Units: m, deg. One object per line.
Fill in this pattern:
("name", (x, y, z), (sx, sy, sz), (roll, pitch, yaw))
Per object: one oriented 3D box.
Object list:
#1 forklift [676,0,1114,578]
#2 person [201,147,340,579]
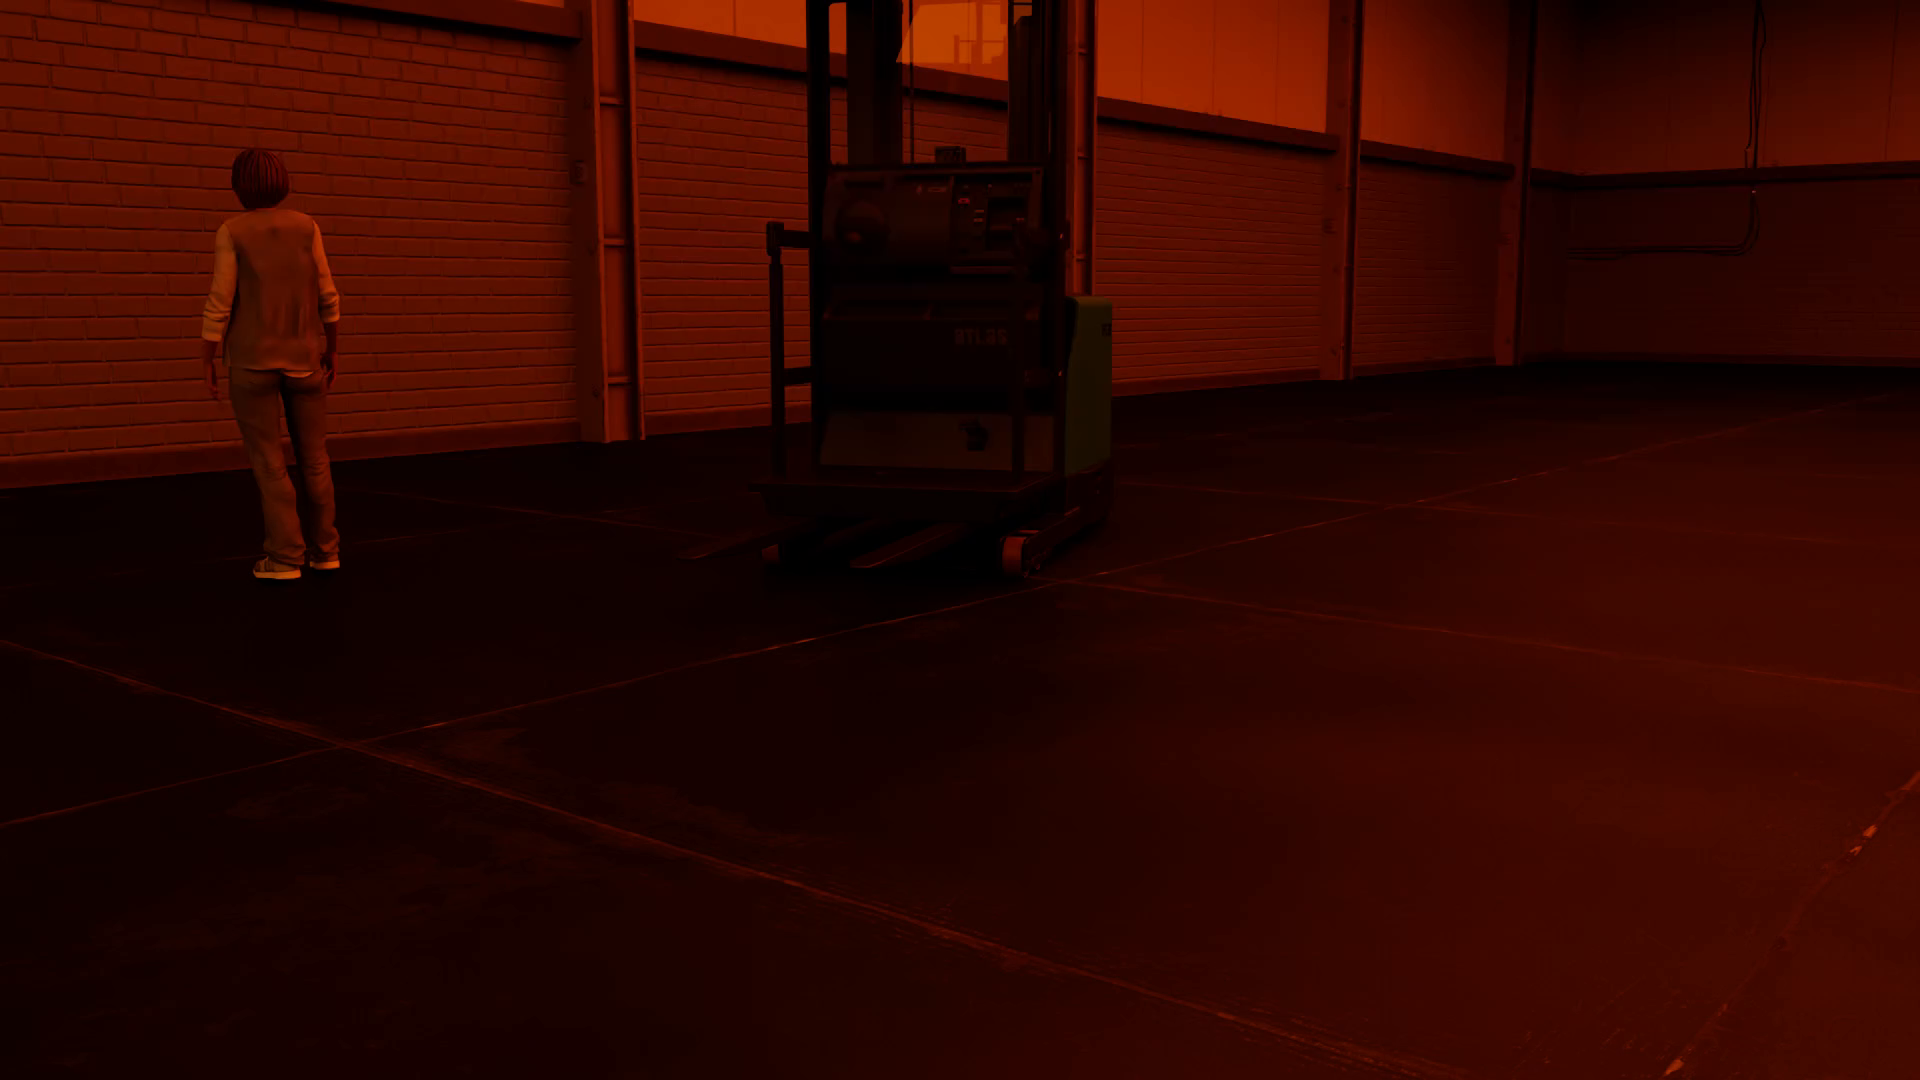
("forklift", (-0.176, -1.366, 6.616), (1.130, 2.935, 3.031), (3, 9, 17))
("person", (-2.588, -0.645, 6.242), (0.518, 1.599, 0.474), (-7, 11, -40))
